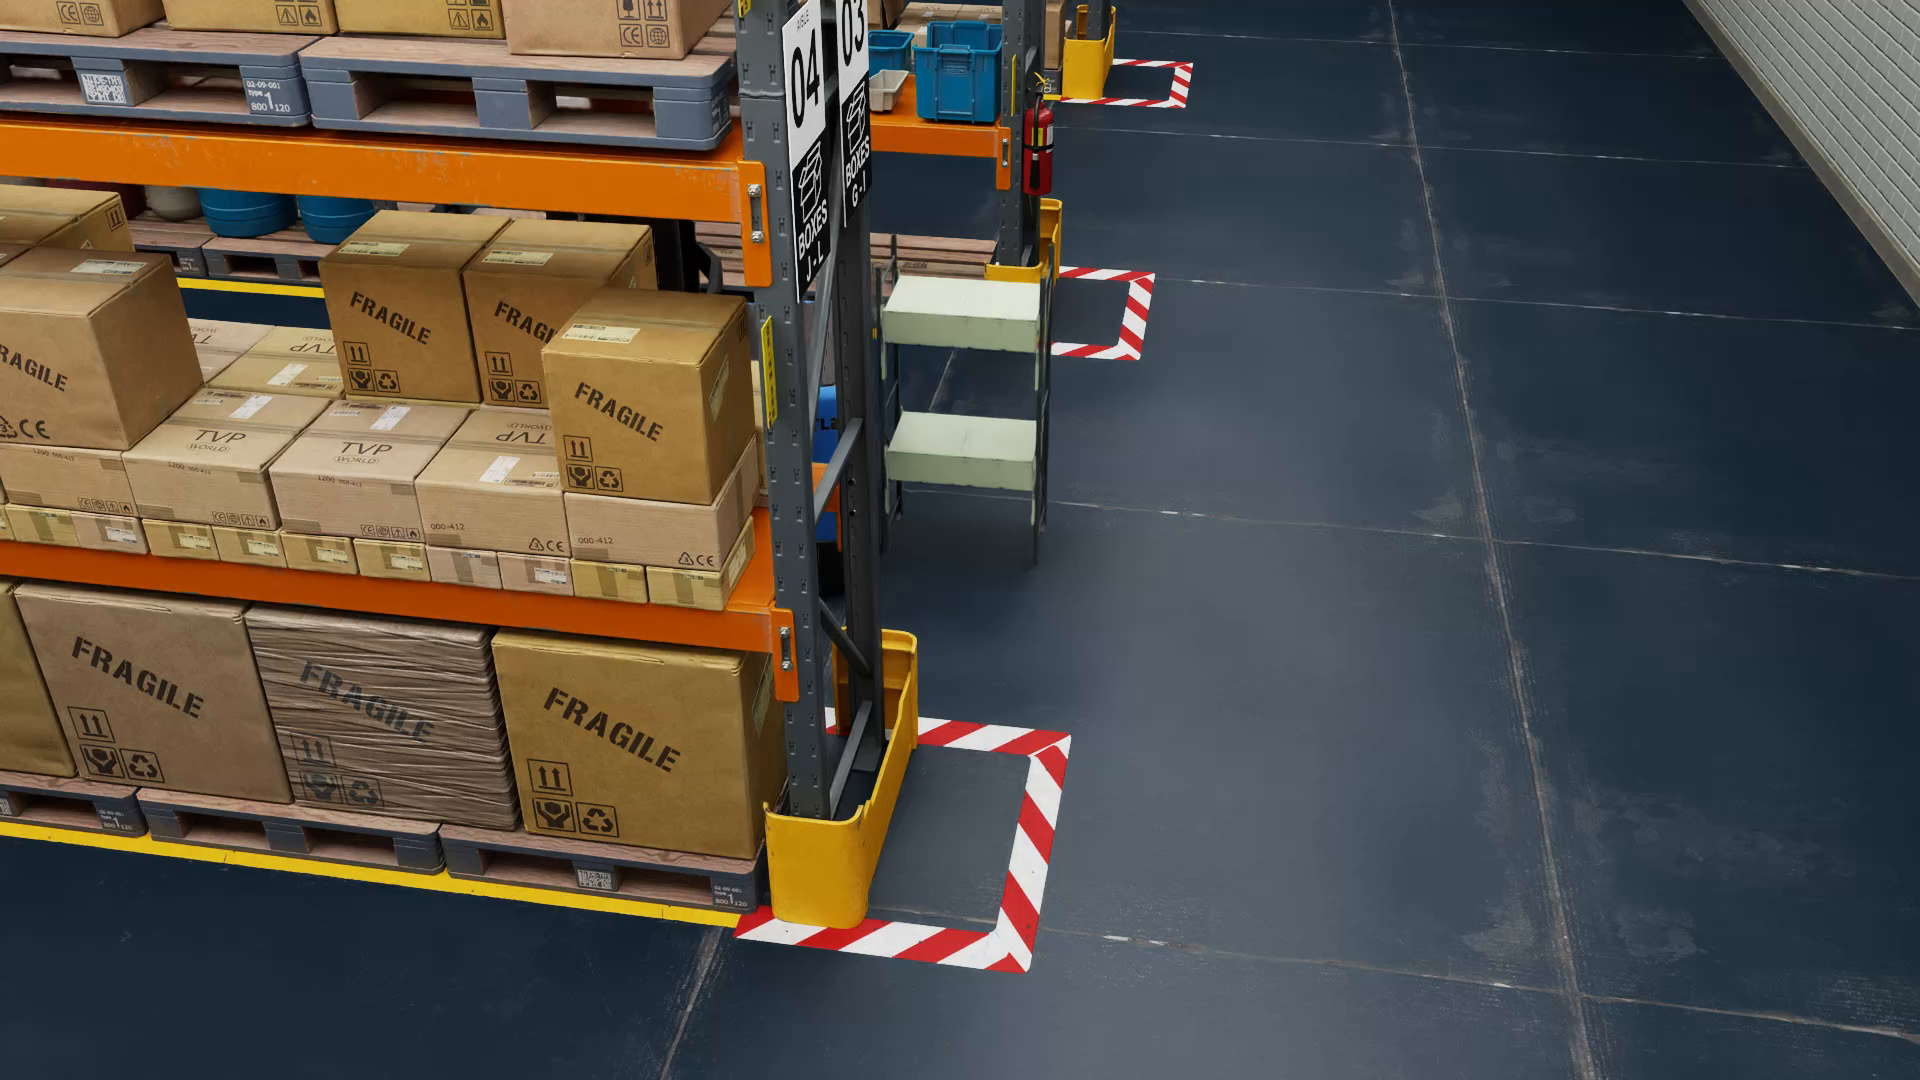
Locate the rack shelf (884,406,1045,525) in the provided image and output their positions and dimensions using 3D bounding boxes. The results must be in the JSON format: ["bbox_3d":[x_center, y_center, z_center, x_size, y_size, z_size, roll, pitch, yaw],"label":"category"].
[{"bbox_3d":[0.029,-0.363,8.032,0.720,0.370,0.431,5,32,7],"label":"rack shelf"}]

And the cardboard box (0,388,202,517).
[{"bbox_3d":[-2.978,-0.334,5.818,0.500,0.250,0.500,6,33,9],"label":"cardboard box"}]

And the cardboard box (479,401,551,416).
[{"bbox_3d":[-1.396,-0.473,6.040,0.500,0.250,0.500,5,32,8],"label":"cardboard box"}]

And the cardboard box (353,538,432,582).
[{"bbox_3d":[-1.868,-0.027,5.703,0.250,0.149,0.380,4,32,7],"label":"cardboard box"}]

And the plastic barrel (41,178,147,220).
[{"bbox_3d":[-5.909,-2.509,11.307,0.708,0.588,0.600,5,32,8],"label":"plastic barrel"}]

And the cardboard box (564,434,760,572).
[{"bbox_3d":[-0.977,-0.151,5.525,0.500,0.250,0.500,5,32,7],"label":"cardboard box"}]

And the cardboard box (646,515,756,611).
[{"bbox_3d":[-0.861,0.063,5.559,0.250,0.149,0.380,6,33,9],"label":"cardboard box"}]

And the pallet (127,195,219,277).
[{"bbox_3d":[-5.524,-2.148,11.482,1.213,0.211,1.003,5,32,8],"label":"pallet"}]

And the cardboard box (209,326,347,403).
[{"bbox_3d":[-2.406,-0.564,6.185,0.500,0.250,0.500,5,32,7],"label":"cardboard box"}]

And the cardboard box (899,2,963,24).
[{"bbox_3d":[-0.258,-4.672,15.063,0.500,0.250,0.500,5,32,8],"label":"cardboard box"}]

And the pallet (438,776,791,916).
[{"bbox_3d":[-1.256,0.968,6.505,1.213,0.211,1.003,5,32,8],"label":"pallet"}]

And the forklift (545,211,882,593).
[{"bbox_3d":[-1.912,-1.195,7.396,3.031,2.935,1.130,-2,32,-4],"label":"forklift"}]

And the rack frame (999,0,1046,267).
[{"bbox_3d":[0.379,-2.774,9.855,0.127,3.000,1.000,5,32,8],"label":"rack frame"}]

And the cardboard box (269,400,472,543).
[{"bbox_3d":[-1.979,-0.242,5.670,0.500,0.250,0.500,4,32,7],"label":"cardboard box"}]

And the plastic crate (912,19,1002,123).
[{"bbox_3d":[0.017,-2.747,9.721,0.499,0.435,0.616,5,32,8],"label":"plastic crate"}]

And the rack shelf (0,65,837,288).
[{"bbox_3d":[-2.426,-1.329,5.397,4.000,0.370,1.077,5,32,8],"label":"rack shelf"}]

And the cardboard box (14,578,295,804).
[{"bbox_3d":[-2.873,0.363,6.450,0.875,0.875,0.875,5,32,8],"label":"cardboard box"}]

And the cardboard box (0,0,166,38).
[{"bbox_3d":[-2.595,-1.865,4.991,0.500,0.500,0.700,7,33,10],"label":"cardboard box"}]

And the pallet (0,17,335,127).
[{"bbox_3d":[-2.394,-1.586,5.213,1.213,0.211,1.003,5,32,8],"label":"pallet"}]

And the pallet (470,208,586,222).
[{"bbox_3d":[-2.833,-1.904,11.093,1.213,0.211,1.003,5,32,8],"label":"pallet"}]

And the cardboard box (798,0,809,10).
[{"bbox_3d":[-1.379,-4.799,15.209,0.500,0.311,0.500,5,32,8],"label":"cardboard box"}]

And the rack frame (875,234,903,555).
[{"bbox_3d":[-0.333,-0.670,7.906,0.023,1.500,0.400,5,32,7],"label":"rack frame"}]

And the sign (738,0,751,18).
[{"bbox_3d":[-0.560,-1.514,4.255,0.005,0.325,0.100,5,32,8],"label":"sign"}]

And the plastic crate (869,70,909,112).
[{"bbox_3d":[-0.456,-2.666,9.874,0.243,0.136,0.396,5,32,8],"label":"plastic crate"}]

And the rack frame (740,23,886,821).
[{"bbox_3d":[-0.455,-0.184,5.716,0.127,3.000,1.000,5,32,8],"label":"rack frame"}]

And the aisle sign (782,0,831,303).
[{"bbox_3d":[-0.434,-1.122,4.766,0.004,0.787,0.394,5,32,8],"label":"aisle sign"}]

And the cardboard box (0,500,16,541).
[{"bbox_3d":[-3.384,-0.165,5.923,0.250,0.149,0.380,4,32,7],"label":"cardboard box"}]

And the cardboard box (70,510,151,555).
[{"bbox_3d":[-2.884,-0.118,5.849,0.250,0.149,0.380,6,32,9],"label":"cardboard box"}]

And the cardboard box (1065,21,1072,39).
[{"bbox_3d":[0.861,-4.560,14.980,0.250,0.149,0.380,5,32,8],"label":"cardboard box"}]

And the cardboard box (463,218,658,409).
[{"bbox_3d":[-1.375,-0.793,5.844,0.500,0.500,0.500,4,32,7],"label":"cardboard box"}]

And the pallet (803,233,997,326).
[{"bbox_3d":[-0.428,-1.686,10.745,1.213,0.211,1.003,5,32,8],"label":"pallet"}]

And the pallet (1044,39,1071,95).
[{"bbox_3d":[0.355,-4.260,14.857,1.213,0.211,1.003,5,32,8],"label":"pallet"}]

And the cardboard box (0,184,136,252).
[{"bbox_3d":[-3.406,-0.973,6.132,0.500,0.500,0.500,5,32,9],"label":"cardboard box"}]

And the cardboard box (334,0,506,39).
[{"bbox_3d":[-1.511,-1.850,4.966,0.500,0.500,0.700,4,32,6],"label":"cardboard box"}]

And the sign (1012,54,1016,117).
[{"bbox_3d":[0.302,-2.554,9.350,0.005,0.325,0.100,5,32,8],"label":"sign"}]

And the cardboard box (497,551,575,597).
[{"bbox_3d":[-1.366,0.018,5.631,0.250,0.149,0.380,5,32,8],"label":"cardboard box"}]

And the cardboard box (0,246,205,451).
[{"bbox_3d":[-2.971,-0.653,5.620,0.500,0.500,0.500,4,32,7],"label":"cardboard box"}]

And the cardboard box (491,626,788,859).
[{"bbox_3d":[-1.099,0.524,6.193,0.875,0.875,0.875,5,32,8],"label":"cardboard box"}]

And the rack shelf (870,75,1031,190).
[{"bbox_3d":[-1.593,-2.648,10.331,4.000,0.370,1.077,5,32,8],"label":"rack shelf"}]

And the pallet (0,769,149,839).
[{"bbox_3d":[-3.661,0.750,6.853,1.213,0.211,1.003,5,32,8],"label":"pallet"}]

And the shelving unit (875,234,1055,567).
[{"bbox_3d":[0.029,-0.640,7.859,0.755,1.500,0.431,5,32,7],"label":"shelving unit"}]

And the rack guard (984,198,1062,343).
[{"bbox_3d":[0.405,-1.719,10.525,0.348,0.500,1.175,5,32,8],"label":"rack guard"}]

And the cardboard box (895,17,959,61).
[{"bbox_3d":[-0.293,-4.406,14.638,0.500,0.250,0.500,5,32,8],"label":"cardboard box"}]

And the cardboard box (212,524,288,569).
[{"bbox_3d":[-2.368,-0.073,5.777,0.250,0.149,0.380,6,33,9],"label":"cardboard box"}]

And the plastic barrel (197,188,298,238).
[{"bbox_3d":[-4.796,-2.540,11.063,0.708,0.901,0.600,5,32,8],"label":"plastic barrel"}]
